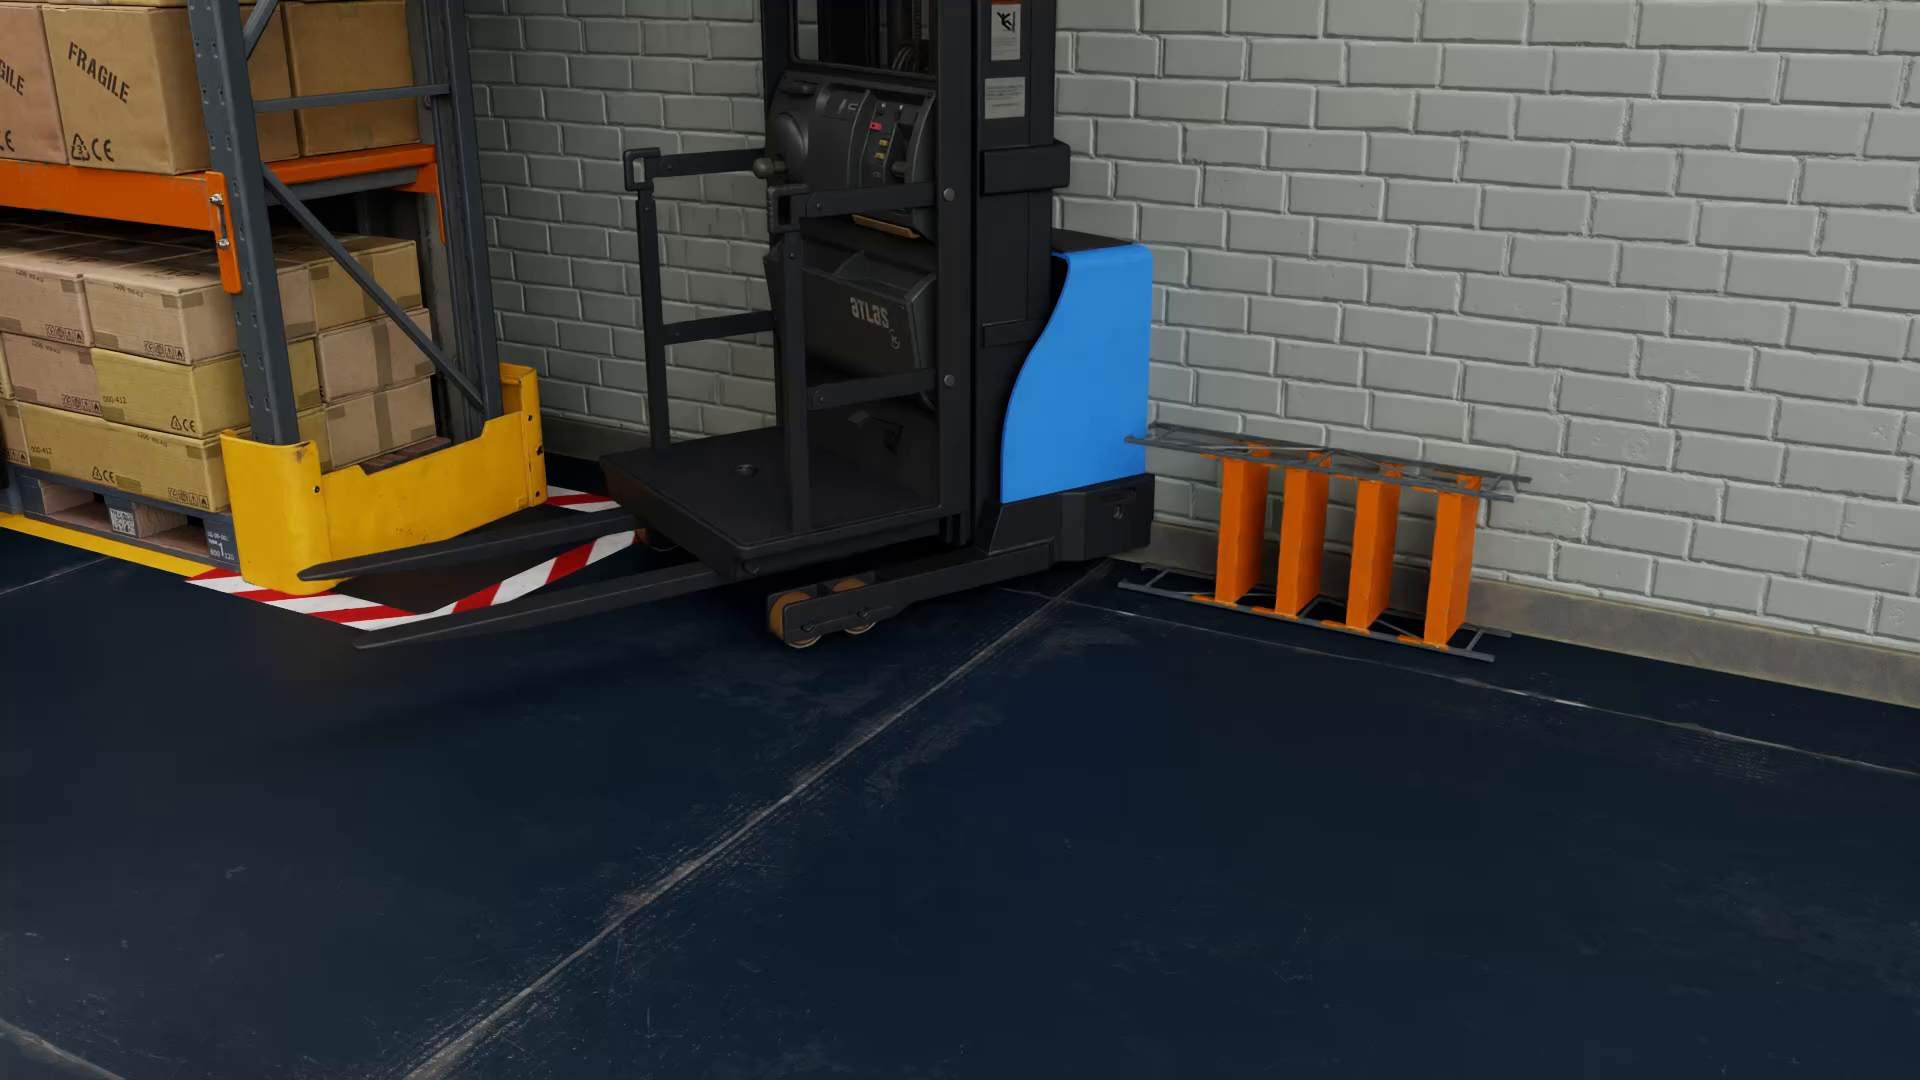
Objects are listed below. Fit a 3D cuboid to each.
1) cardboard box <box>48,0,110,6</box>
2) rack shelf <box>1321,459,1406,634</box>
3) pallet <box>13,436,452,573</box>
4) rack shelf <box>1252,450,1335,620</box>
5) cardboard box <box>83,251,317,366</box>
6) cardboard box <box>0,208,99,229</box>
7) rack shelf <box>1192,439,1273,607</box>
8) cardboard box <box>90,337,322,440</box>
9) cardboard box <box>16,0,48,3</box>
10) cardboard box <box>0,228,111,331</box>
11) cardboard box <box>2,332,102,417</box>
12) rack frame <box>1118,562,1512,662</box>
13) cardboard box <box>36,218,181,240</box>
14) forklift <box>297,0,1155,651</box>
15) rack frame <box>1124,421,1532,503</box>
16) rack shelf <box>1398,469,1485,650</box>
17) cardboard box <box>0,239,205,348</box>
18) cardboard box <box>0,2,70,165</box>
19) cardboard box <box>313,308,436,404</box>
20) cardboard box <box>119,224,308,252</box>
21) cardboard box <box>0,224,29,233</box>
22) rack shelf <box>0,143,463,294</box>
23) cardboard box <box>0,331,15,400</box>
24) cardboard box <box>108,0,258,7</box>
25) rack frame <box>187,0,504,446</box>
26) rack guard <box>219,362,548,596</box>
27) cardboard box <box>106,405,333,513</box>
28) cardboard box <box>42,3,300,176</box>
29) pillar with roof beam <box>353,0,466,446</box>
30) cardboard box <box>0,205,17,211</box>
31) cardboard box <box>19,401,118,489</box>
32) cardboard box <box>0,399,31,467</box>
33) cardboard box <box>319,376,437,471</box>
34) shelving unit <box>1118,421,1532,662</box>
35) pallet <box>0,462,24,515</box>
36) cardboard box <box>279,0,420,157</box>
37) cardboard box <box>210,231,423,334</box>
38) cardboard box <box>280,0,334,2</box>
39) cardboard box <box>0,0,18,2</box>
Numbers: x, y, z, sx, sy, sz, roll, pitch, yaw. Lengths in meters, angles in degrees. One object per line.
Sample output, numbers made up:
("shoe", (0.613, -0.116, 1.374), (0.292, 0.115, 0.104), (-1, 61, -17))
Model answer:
("cardboard box", (-2.668, -1.789, 5.300), (0.250, 0.149, 0.380), (11, 23, 28))
("rack shelf", (1.232, 0.011, 5.071), (0.148, 0.480, 0.258), (11, 22, 28))
("pallet", (-2.679, -0.233, 6.198), (1.213, 0.211, 1.003), (11, 23, 27))
("rack shelf", (1.038, -0.027, 5.176), (0.148, 0.480, 0.258), (11, 22, 28))
("cardboard box", (-2.545, -0.788, 5.588), (0.500, 0.250, 0.500), (12, 23, 29))
("cardboard box", (-3.632, -1.196, 6.713), (0.500, 0.250, 0.500), (10, 22, 26))
("rack shelf", (0.865, -0.061, 5.269), (0.148, 0.480, 0.258), (11, 22, 28))
("cardboard box", (-2.569, -0.557, 5.685), (0.500, 0.250, 0.500), (10, 22, 27))
("cardboard box", (-2.865, -1.850, 5.469), (0.250, 0.149, 0.380), (11, 23, 28))
("cardboard box", (-3.439, -0.952, 6.040), (0.500, 0.250, 0.500), (11, 23, 28))
("cardboard box", (-3.001, -0.643, 5.923), (0.500, 0.250, 0.500), (11, 22, 27))
("rack frame", (1.094, 0.215, 5.224), (1.200, 0.015, 0.240), (11, 22, 28))
("cardboard box", (-3.188, -1.109, 6.473), (0.500, 0.250, 0.500), (11, 22, 27))
("forklift", (-0.525, -1.259, 5.038), (3.031, 2.935, 1.130), (-13, 24, -31))
("rack frame", (1.098, -0.247, 5.065), (1.200, 0.015, 0.240), (11, 22, 28))
("rack shelf", (1.437, 0.051, 4.961), (0.148, 0.480, 0.258), (11, 22, 28))
("cardboard box", (-2.994, -0.871, 5.817), (0.500, 0.250, 0.500), (11, 23, 28))
("cardboard box", (-2.997, -1.569, 5.645), (0.500, 0.500, 0.500), (12, 23, 29))
("cardboard box", (-2.300, -0.709, 6.104), (0.500, 0.250, 0.500), (11, 23, 28))
("cardboard box", (-2.756, -1.022, 6.235), (0.500, 0.250, 0.500), (11, 23, 27))
("cardboard box", (-3.878, -1.038, 6.279), (0.500, 0.250, 0.500), (10, 22, 26))
("rack shelf", (-3.737, -1.424, 6.446), (4.000, 0.370, 1.077), (11, 23, 27))
("cardboard box", (-3.462, -0.723, 6.143), (0.500, 0.250, 0.500), (10, 22, 26))
("cardboard box", (-2.431, -1.755, 5.207), (0.250, 0.149, 0.380), (11, 23, 28))
("rack frame", (-1.991, -1.429, 5.406), (0.127, 3.000, 1.000), (11, 23, 27))
("rack guard", (-1.970, -0.250, 5.821), (0.348, 0.500, 1.175), (11, 23, 27))
("cardboard box", (-2.555, -0.318, 5.760), (0.500, 0.250, 0.500), (11, 23, 28))
("cardboard box", (-2.549, -1.480, 5.399), (0.500, 0.500, 0.500), (10, 22, 26))
("pillar with roof beam", (-4.259, -3.352, 1.909), (0.400, 9.000, 9.100), (11, 23, 27))
("cardboard box", (-4.075, -1.277, 6.937), (0.500, 0.250, 0.500), (11, 23, 28))
("cardboard box", (-2.985, -0.404, 5.995), (0.500, 0.250, 0.500), (11, 23, 27))
("cardboard box", (-3.417, -0.489, 6.232), (0.500, 0.250, 0.500), (11, 23, 28))
("cardboard box", (-2.325, -0.474, 6.189), (0.500, 0.250, 0.500), (11, 23, 28))
("shelving unit", (1.096, -0.016, 5.145), (1.200, 0.503, 0.258), (11, 22, 28))
("pallet", (-3.740, -0.436, 6.758), (1.213, 0.211, 1.003), (11, 23, 27))
("cardboard box", (-2.288, -1.641, 5.844), (0.500, 0.500, 0.500), (12, 23, 29))
("cardboard box", (-2.318, -0.940, 6.009), (0.500, 0.250, 0.500), (10, 22, 26))
("cardboard box", (-2.161, -1.915, 5.647), (0.250, 0.149, 0.380), (10, 22, 26))
("cardboard box", (-3.076, -1.895, 5.592), (0.250, 0.149, 0.380), (11, 22, 27))
